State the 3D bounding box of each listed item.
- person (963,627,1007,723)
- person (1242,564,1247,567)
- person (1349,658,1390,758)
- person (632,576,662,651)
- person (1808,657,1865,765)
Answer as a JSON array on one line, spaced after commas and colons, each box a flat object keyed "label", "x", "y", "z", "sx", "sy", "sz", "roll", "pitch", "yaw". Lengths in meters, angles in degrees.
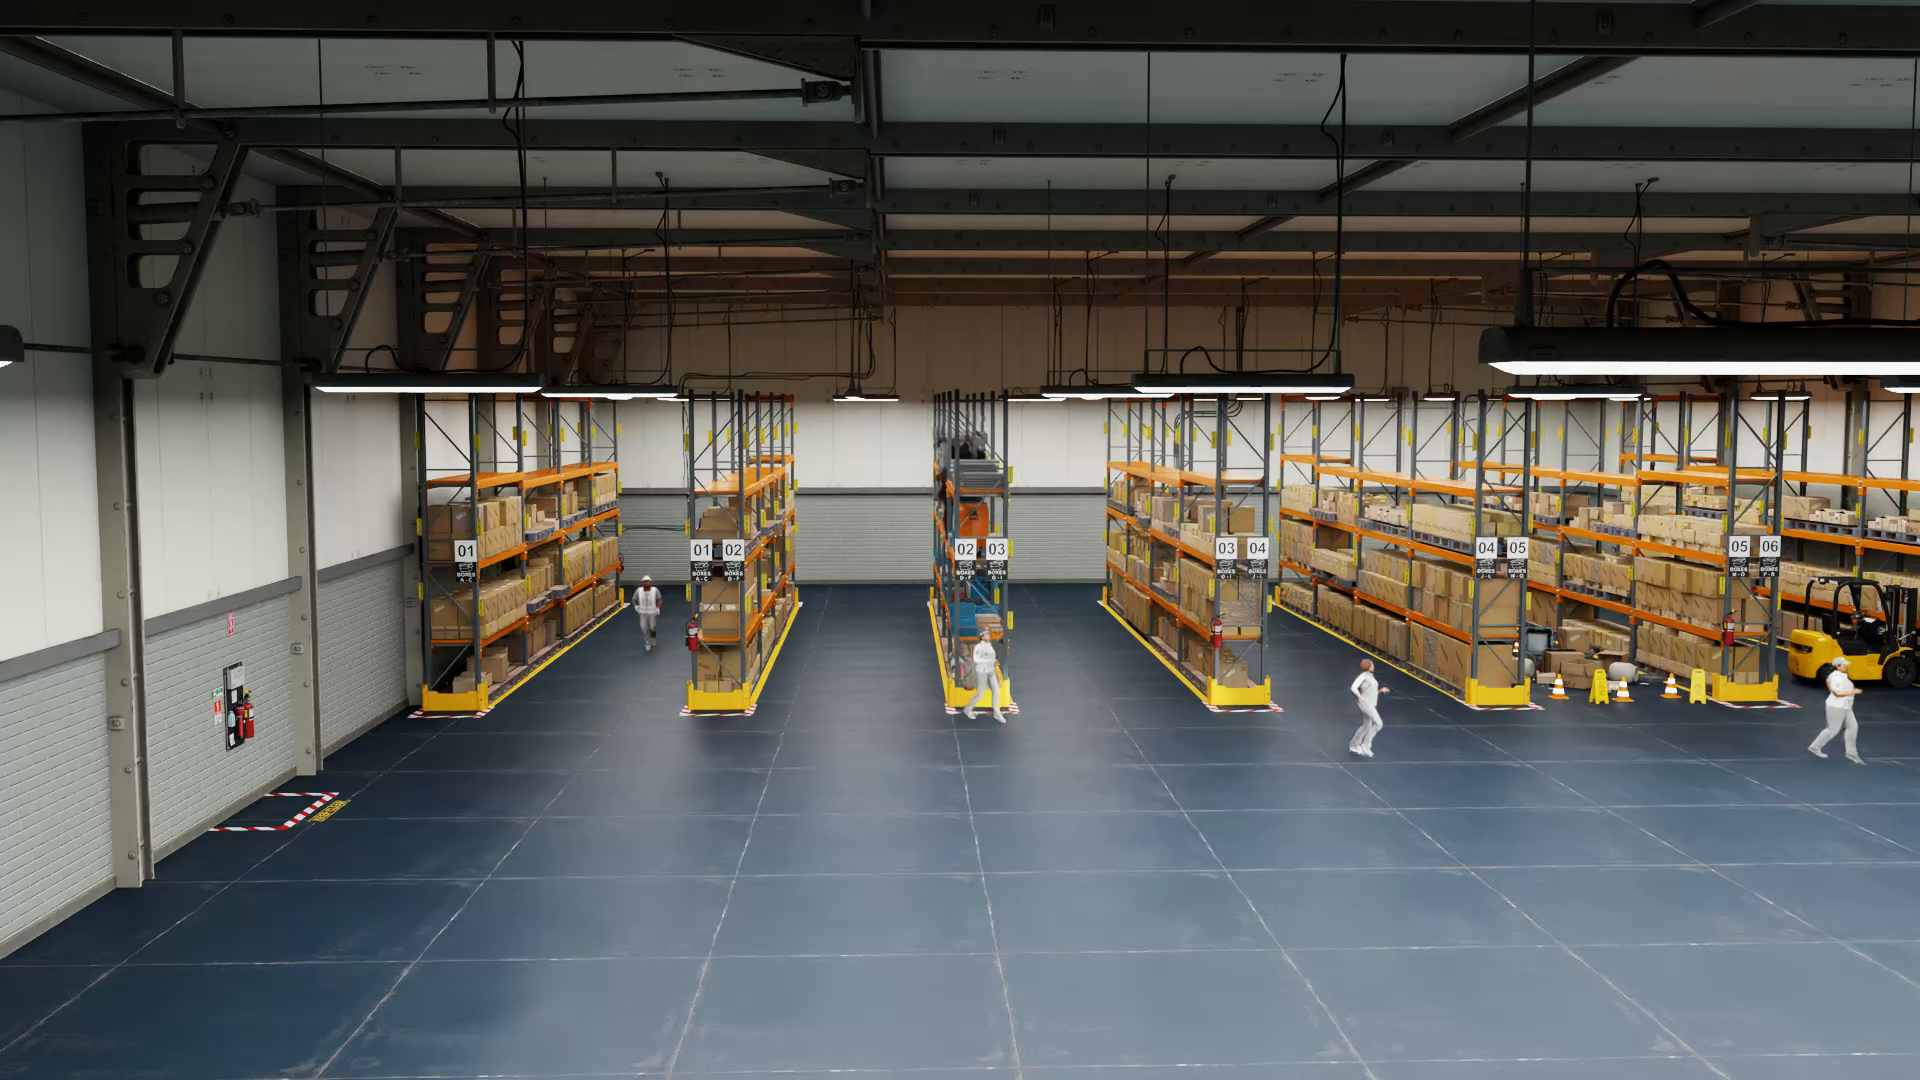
[{"label": "person", "x": 0.450, "y": 2.419, "z": 29.946, "sx": 0.821, "sy": 1.725, "sz": 0.619, "roll": 3, "pitch": 6, "yaw": 36}, {"label": "person", "x": 8.171, "y": 0.987, "z": 48.535, "sx": 0.789, "sy": 1.555, "sz": 0.510, "roll": 4, "pitch": 6, "yaw": 42}, {"label": "person", "x": 6.647, "y": 2.726, "z": 27.020, "sx": 0.635, "sy": 1.609, "sz": 0.518, "roll": 2, "pitch": 5, "yaw": 23}, {"label": "person", "x": -7.278, "y": 1.703, "z": 38.630, "sx": 0.685, "sy": 1.745, "sz": 0.596, "roll": -1, "pitch": 5, "yaw": -6}, {"label": "person", "x": 14.037, "y": 2.715, "z": 26.576, "sx": 0.793, "sy": 1.706, "sz": 0.596, "roll": 4, "pitch": 6, "yaw": 41}]
